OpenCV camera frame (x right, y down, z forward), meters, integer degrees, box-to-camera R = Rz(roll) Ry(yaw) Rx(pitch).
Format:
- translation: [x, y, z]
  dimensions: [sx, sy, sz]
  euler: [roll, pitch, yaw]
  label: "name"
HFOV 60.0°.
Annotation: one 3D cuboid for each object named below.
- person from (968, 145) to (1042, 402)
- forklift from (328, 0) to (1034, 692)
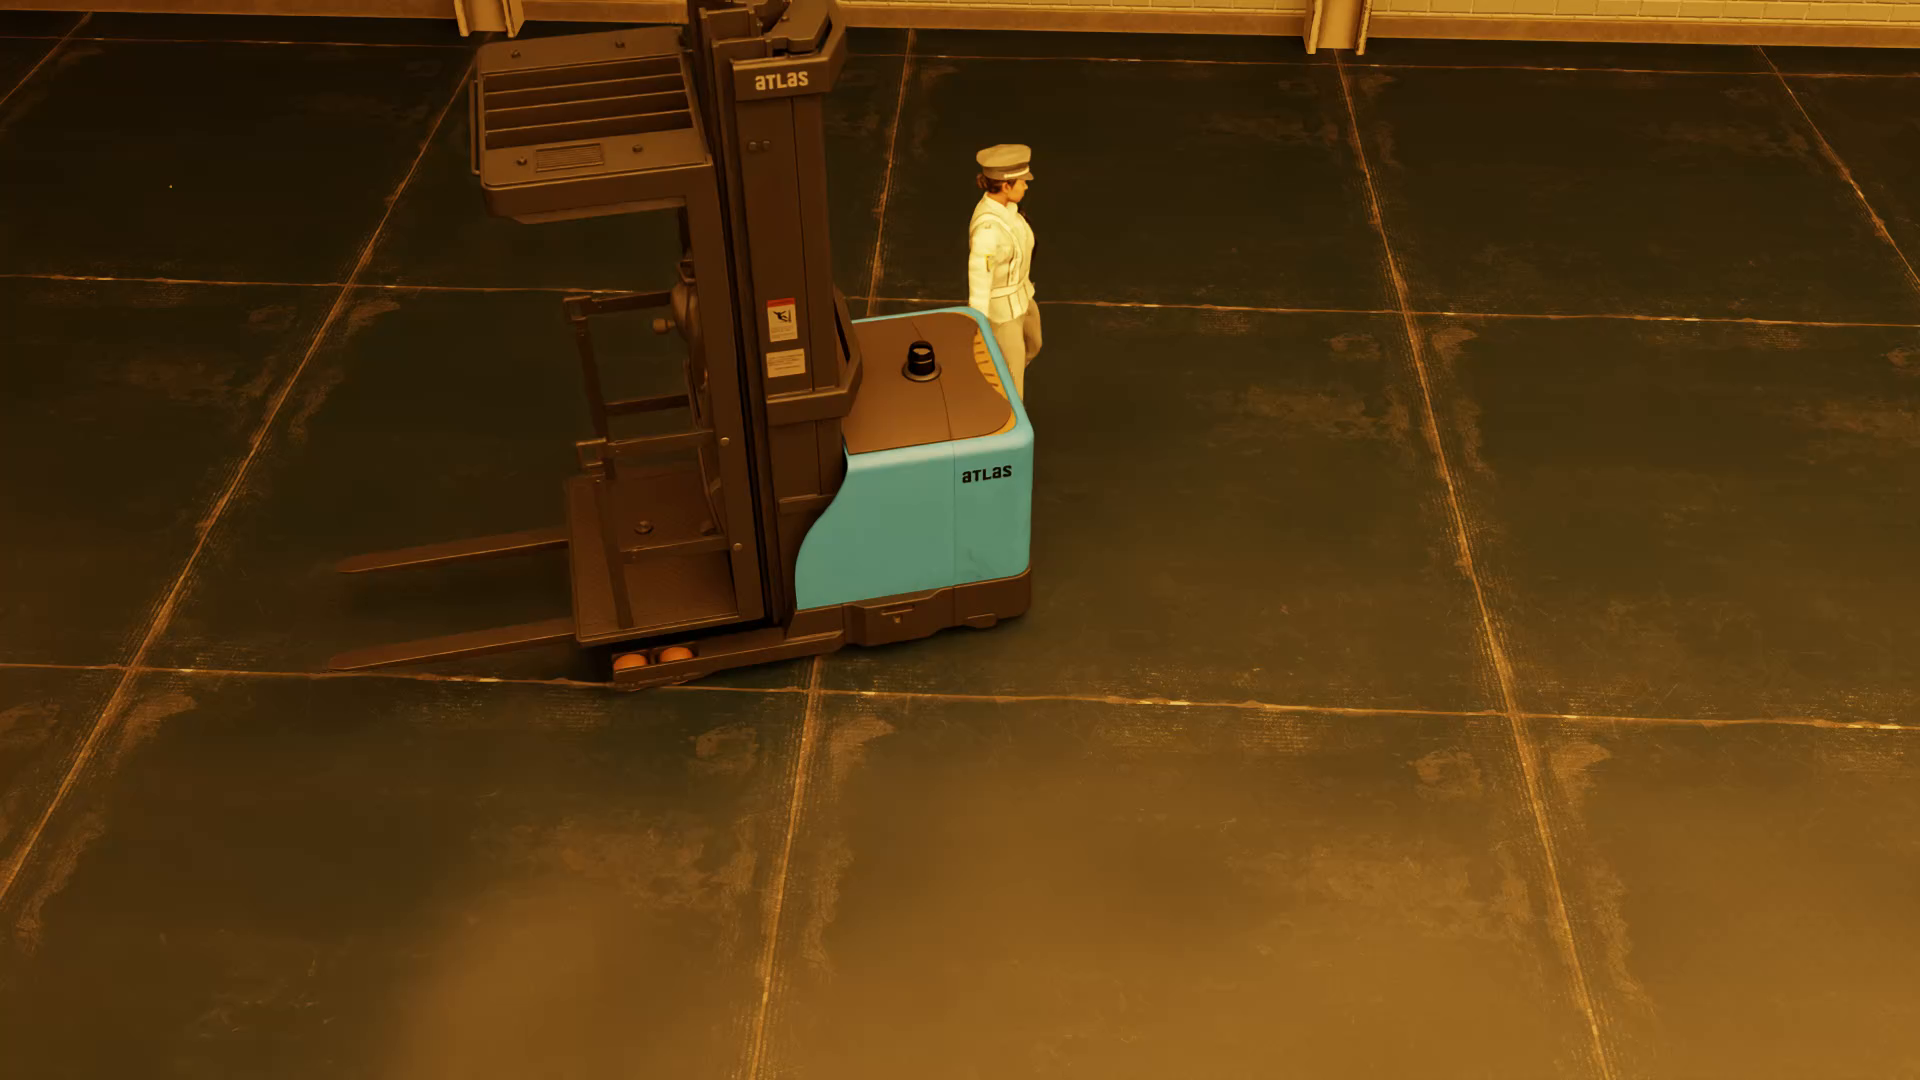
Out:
- translation: [0.158, -1.089, 7.931]
  dimensions: [0.392, 1.622, 0.789]
  euler: [10, 43, 11]
  label: "person"
- translation: [-1.253, -0.820, 6.640]
  dimensions: [3.031, 2.935, 1.130]
  euler: [-9, 43, -9]
  label: "forklift"
